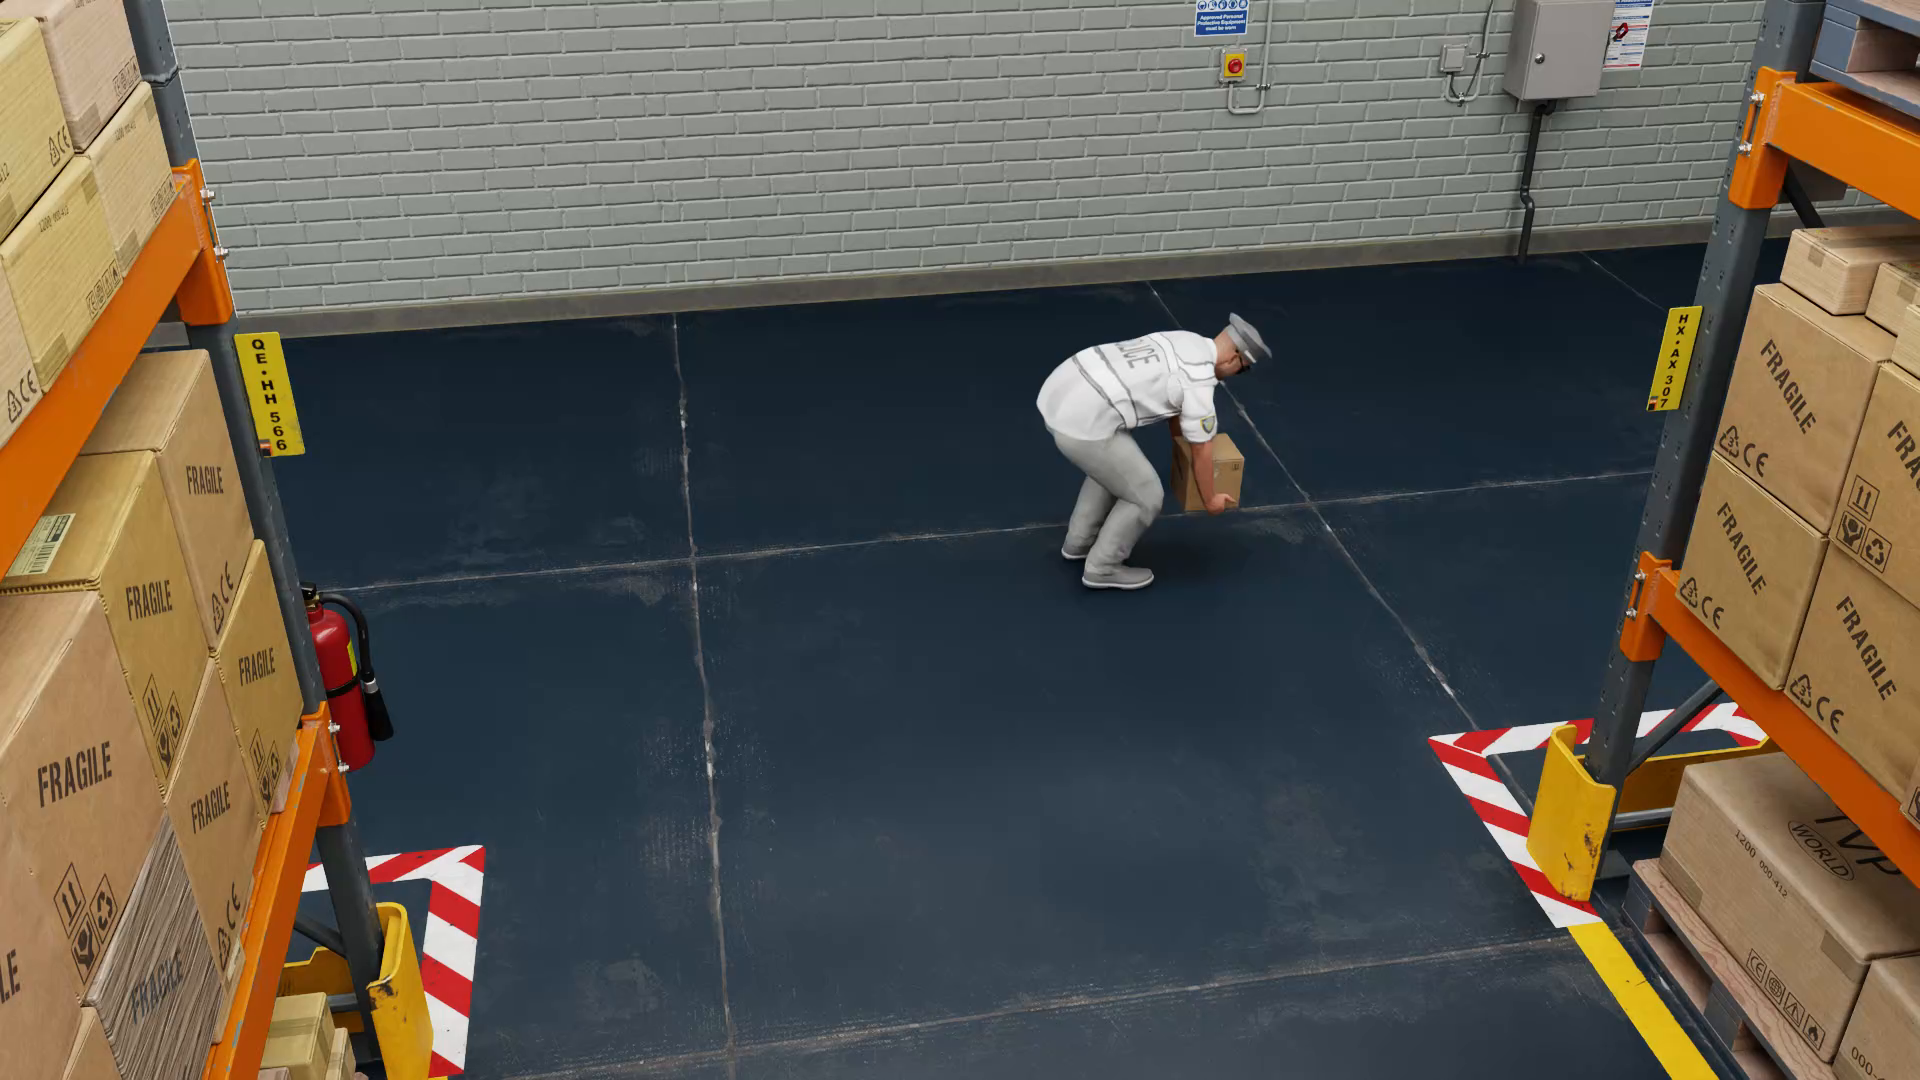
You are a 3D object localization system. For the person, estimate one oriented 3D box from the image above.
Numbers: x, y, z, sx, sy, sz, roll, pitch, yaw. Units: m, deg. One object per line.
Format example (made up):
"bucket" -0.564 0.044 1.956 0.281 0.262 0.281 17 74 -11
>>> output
"person" 0.849 -0.398 7.355 1.026 1.193 0.513 -7 31 -11
